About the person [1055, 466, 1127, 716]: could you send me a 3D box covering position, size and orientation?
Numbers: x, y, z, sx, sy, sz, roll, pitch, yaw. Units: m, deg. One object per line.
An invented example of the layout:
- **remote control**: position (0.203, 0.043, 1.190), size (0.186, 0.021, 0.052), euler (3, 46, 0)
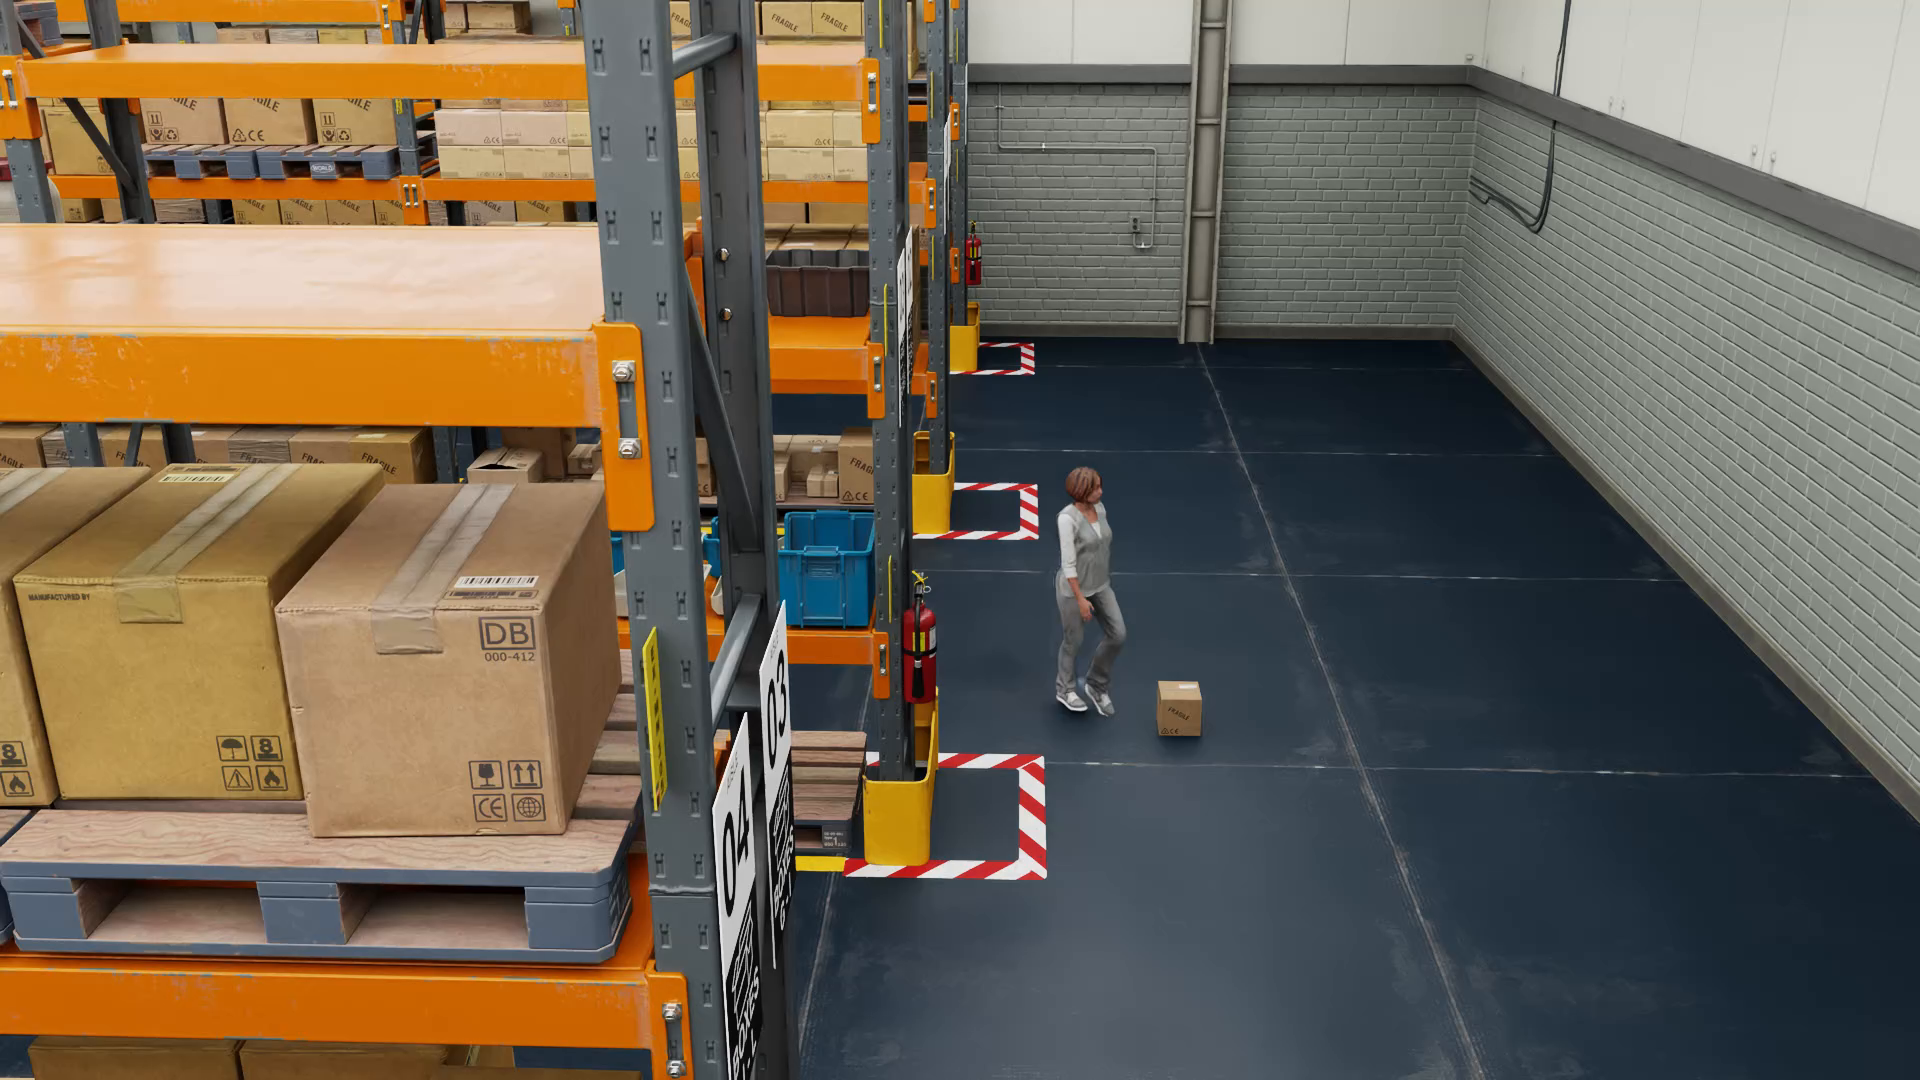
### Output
- **person**: position (0.778, 0.342, 10.219), size (0.432, 1.641, 0.451), euler (-15, 26, -34)
